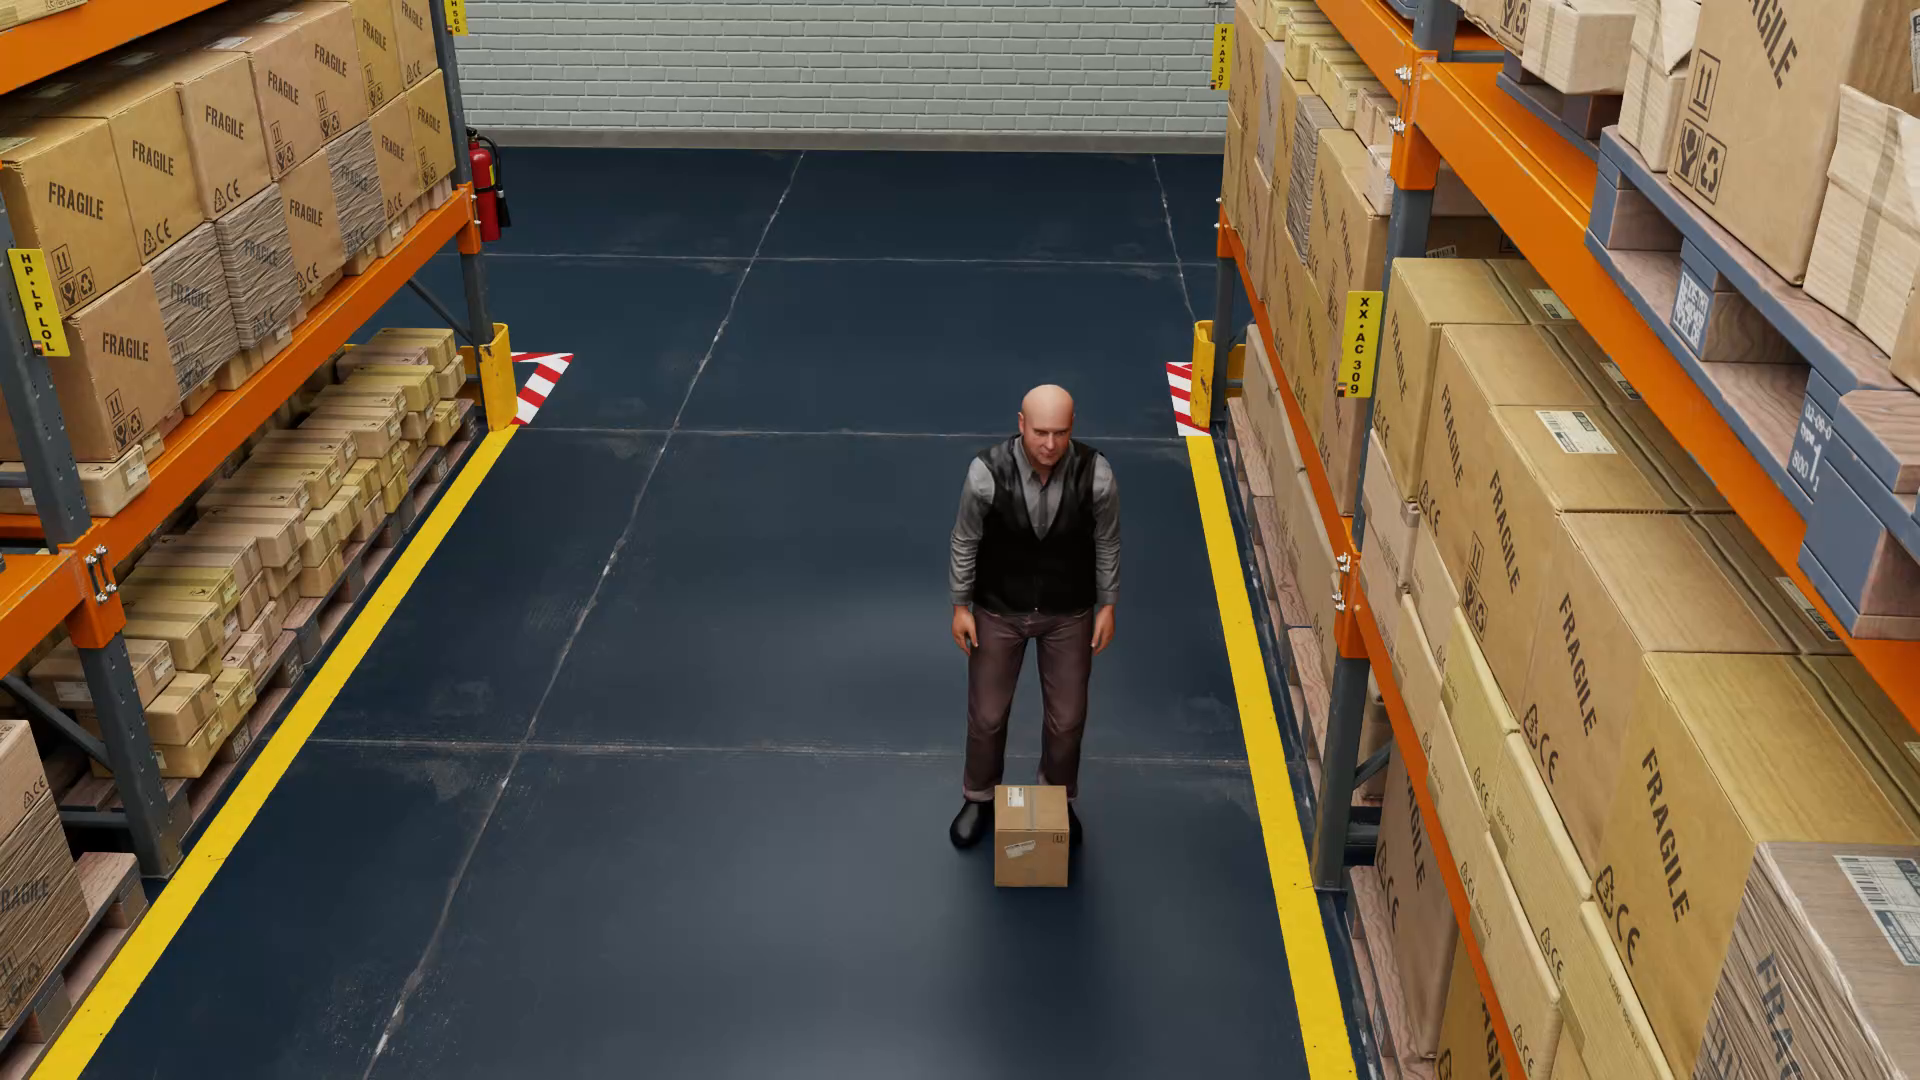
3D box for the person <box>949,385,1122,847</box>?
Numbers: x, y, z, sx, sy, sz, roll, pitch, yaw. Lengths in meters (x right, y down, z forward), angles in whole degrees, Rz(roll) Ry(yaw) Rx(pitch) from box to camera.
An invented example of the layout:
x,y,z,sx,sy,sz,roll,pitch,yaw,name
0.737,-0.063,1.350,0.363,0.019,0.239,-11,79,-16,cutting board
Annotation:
x,y,z,sx,sy,sz,roll,pitch,yaw,name
0.252,0.246,5.681,0.585,1.720,0.427,-1,28,-1,person
